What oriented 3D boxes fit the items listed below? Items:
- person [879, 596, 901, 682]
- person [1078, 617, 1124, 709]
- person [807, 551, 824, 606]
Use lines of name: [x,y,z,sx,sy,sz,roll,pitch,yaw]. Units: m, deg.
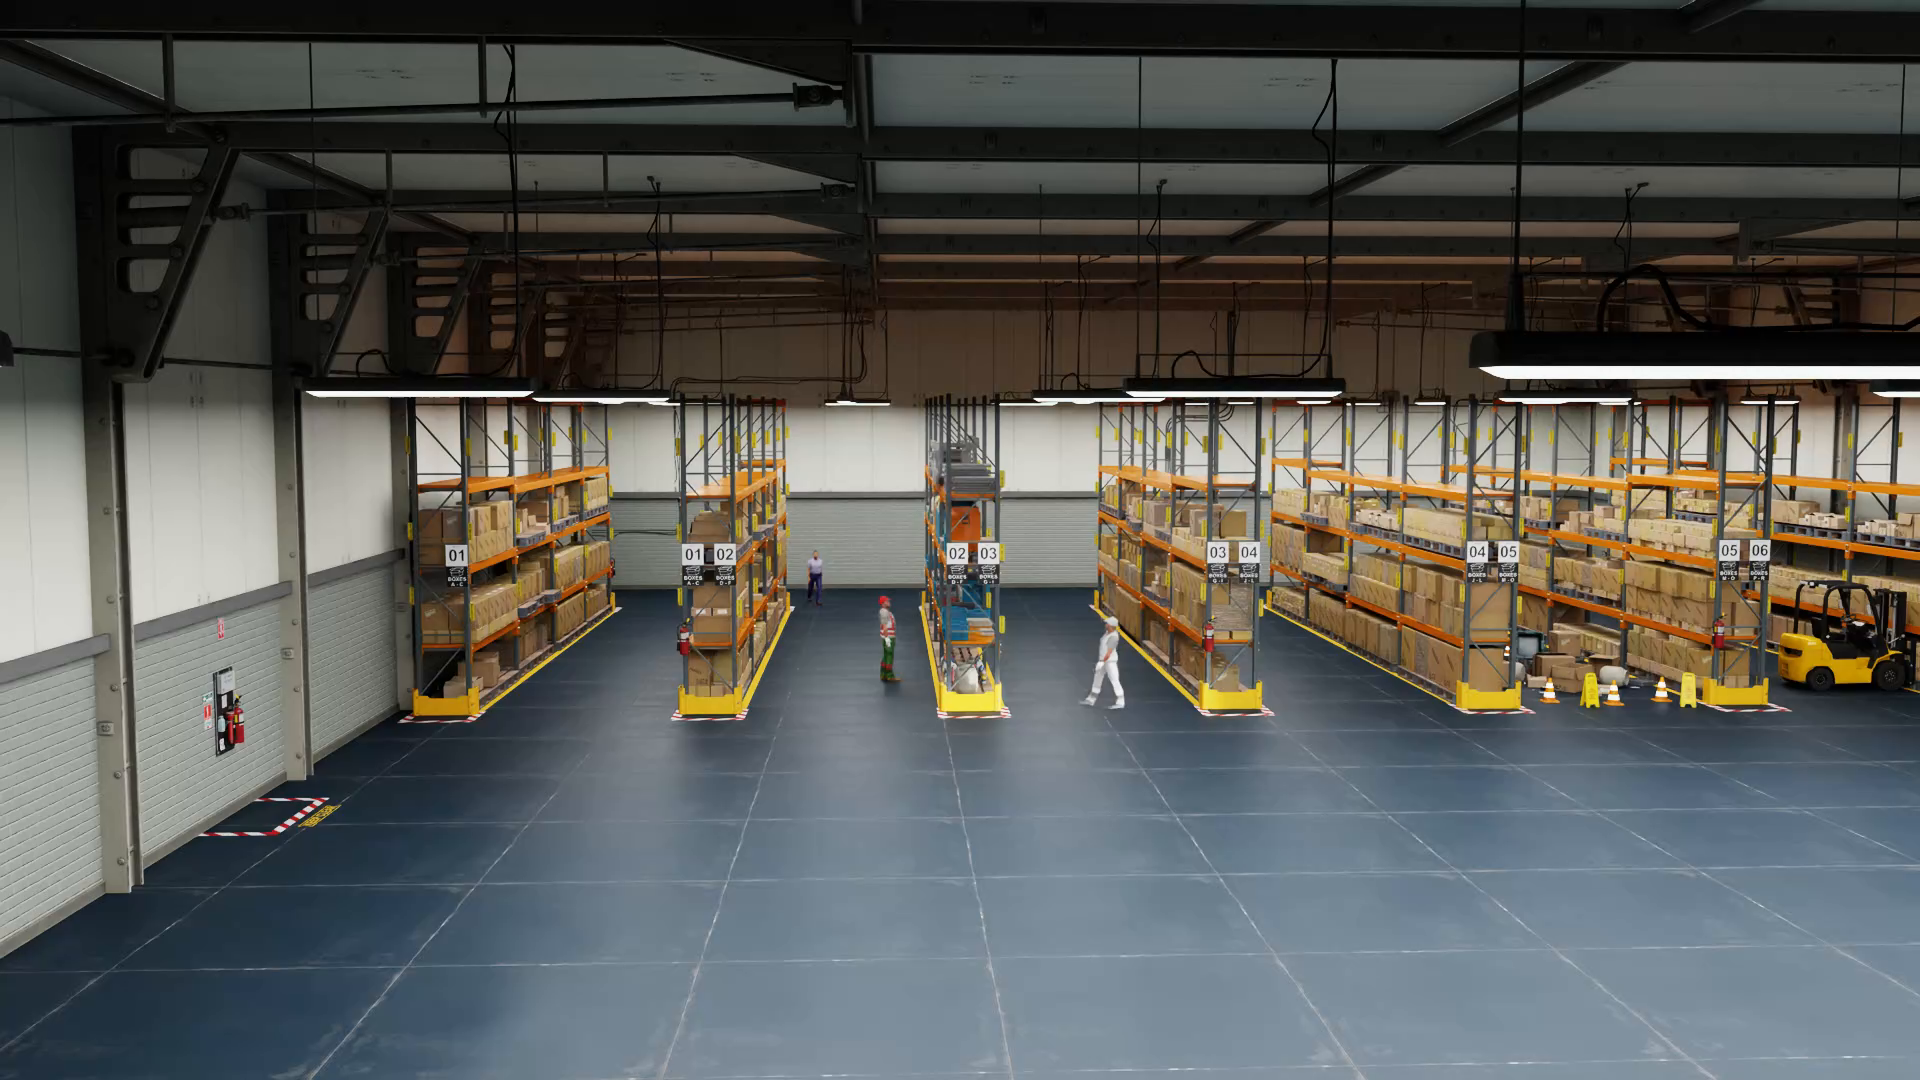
person: [-1.475,2.069,34.982,0.451,1.790,0.623,0,5,-2]
person: [2.735,2.333,31.744,0.734,1.763,0.696,-2,5,-25]
person: [-4.217,1.098,48.469,0.535,1.578,0.813,-1,5,-16]
